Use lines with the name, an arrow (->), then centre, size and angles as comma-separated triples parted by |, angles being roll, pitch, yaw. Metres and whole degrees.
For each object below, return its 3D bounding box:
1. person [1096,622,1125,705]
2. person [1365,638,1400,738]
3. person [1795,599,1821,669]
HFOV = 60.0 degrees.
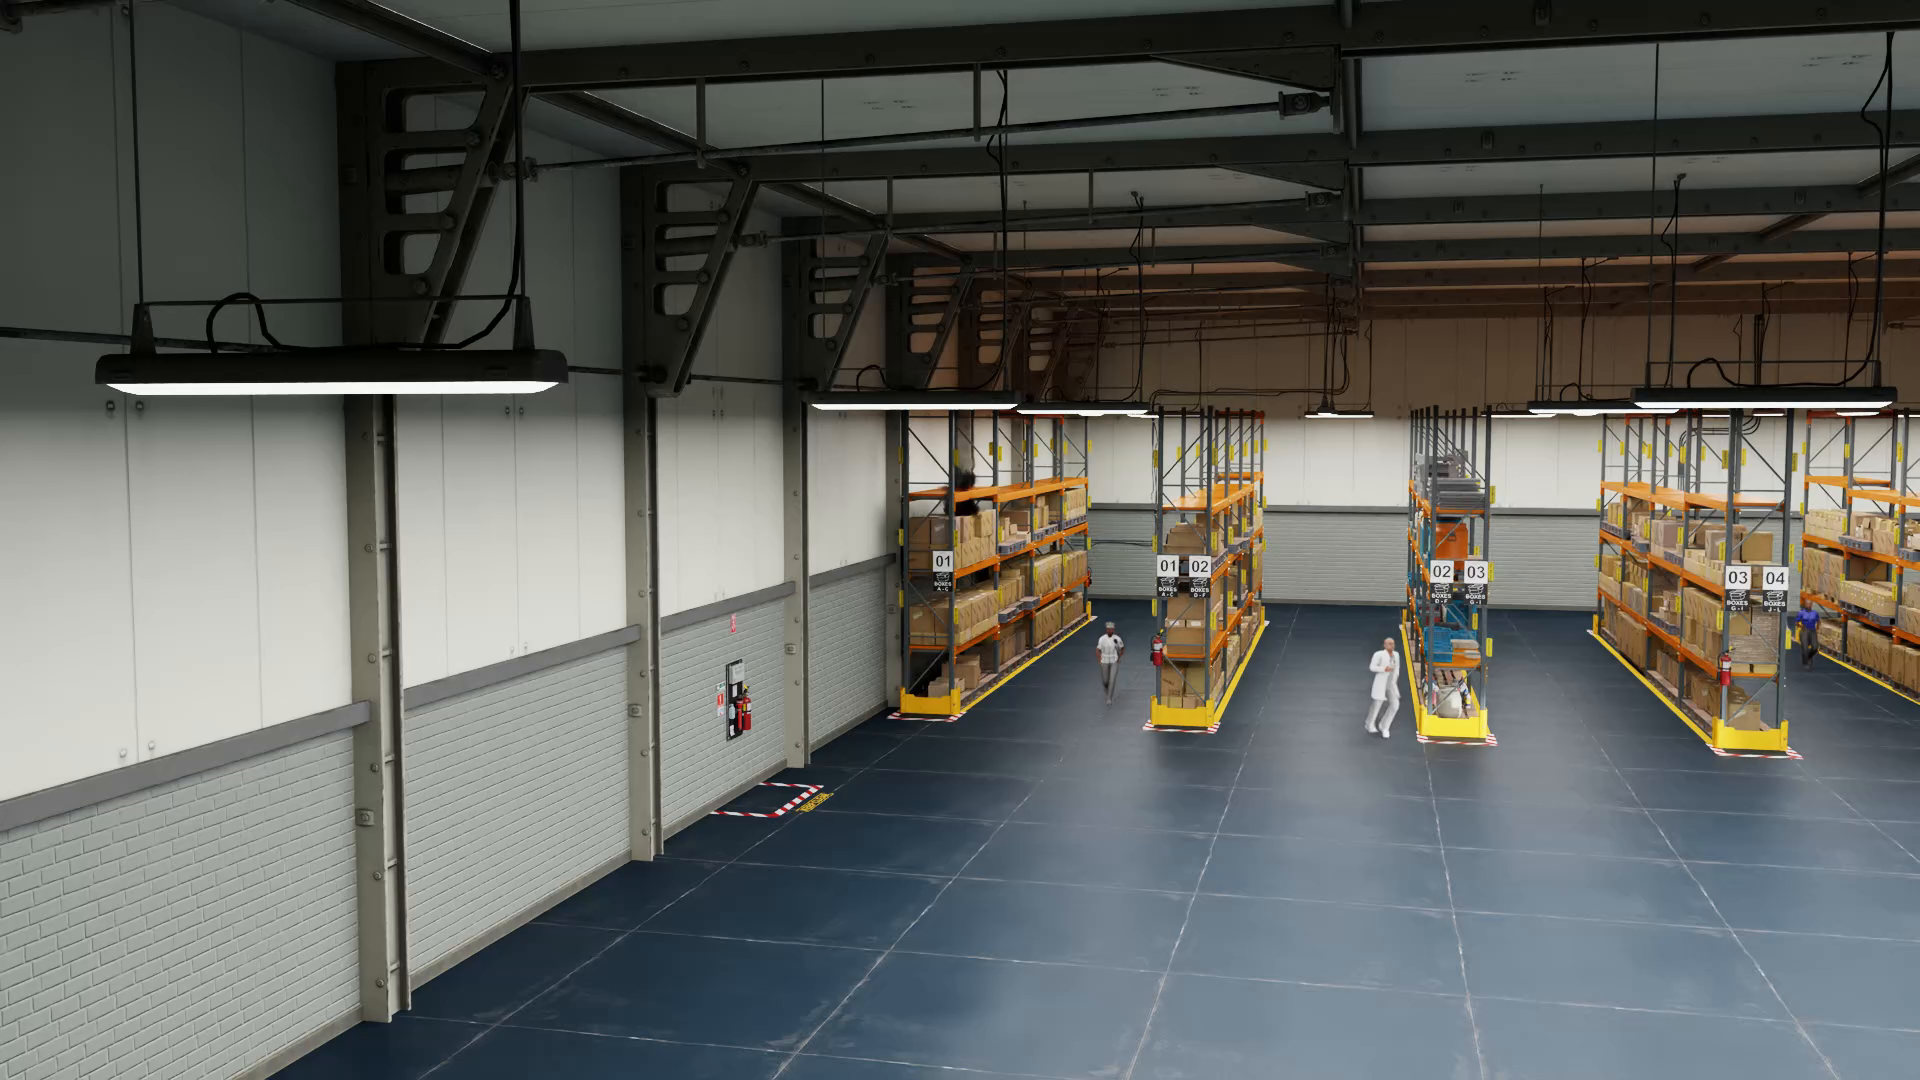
person -> 3.050, 2.483, 33.732 | 0.578, 1.670, 0.669 | 1, 4, 8
person -> 7.751, 2.690, 30.222 | 0.705, 1.834, 0.803 | -1, 4, -14
person -> 19.521, 2.172, 38.248 | 0.570, 1.608, 0.568 | 1, 4, 14
